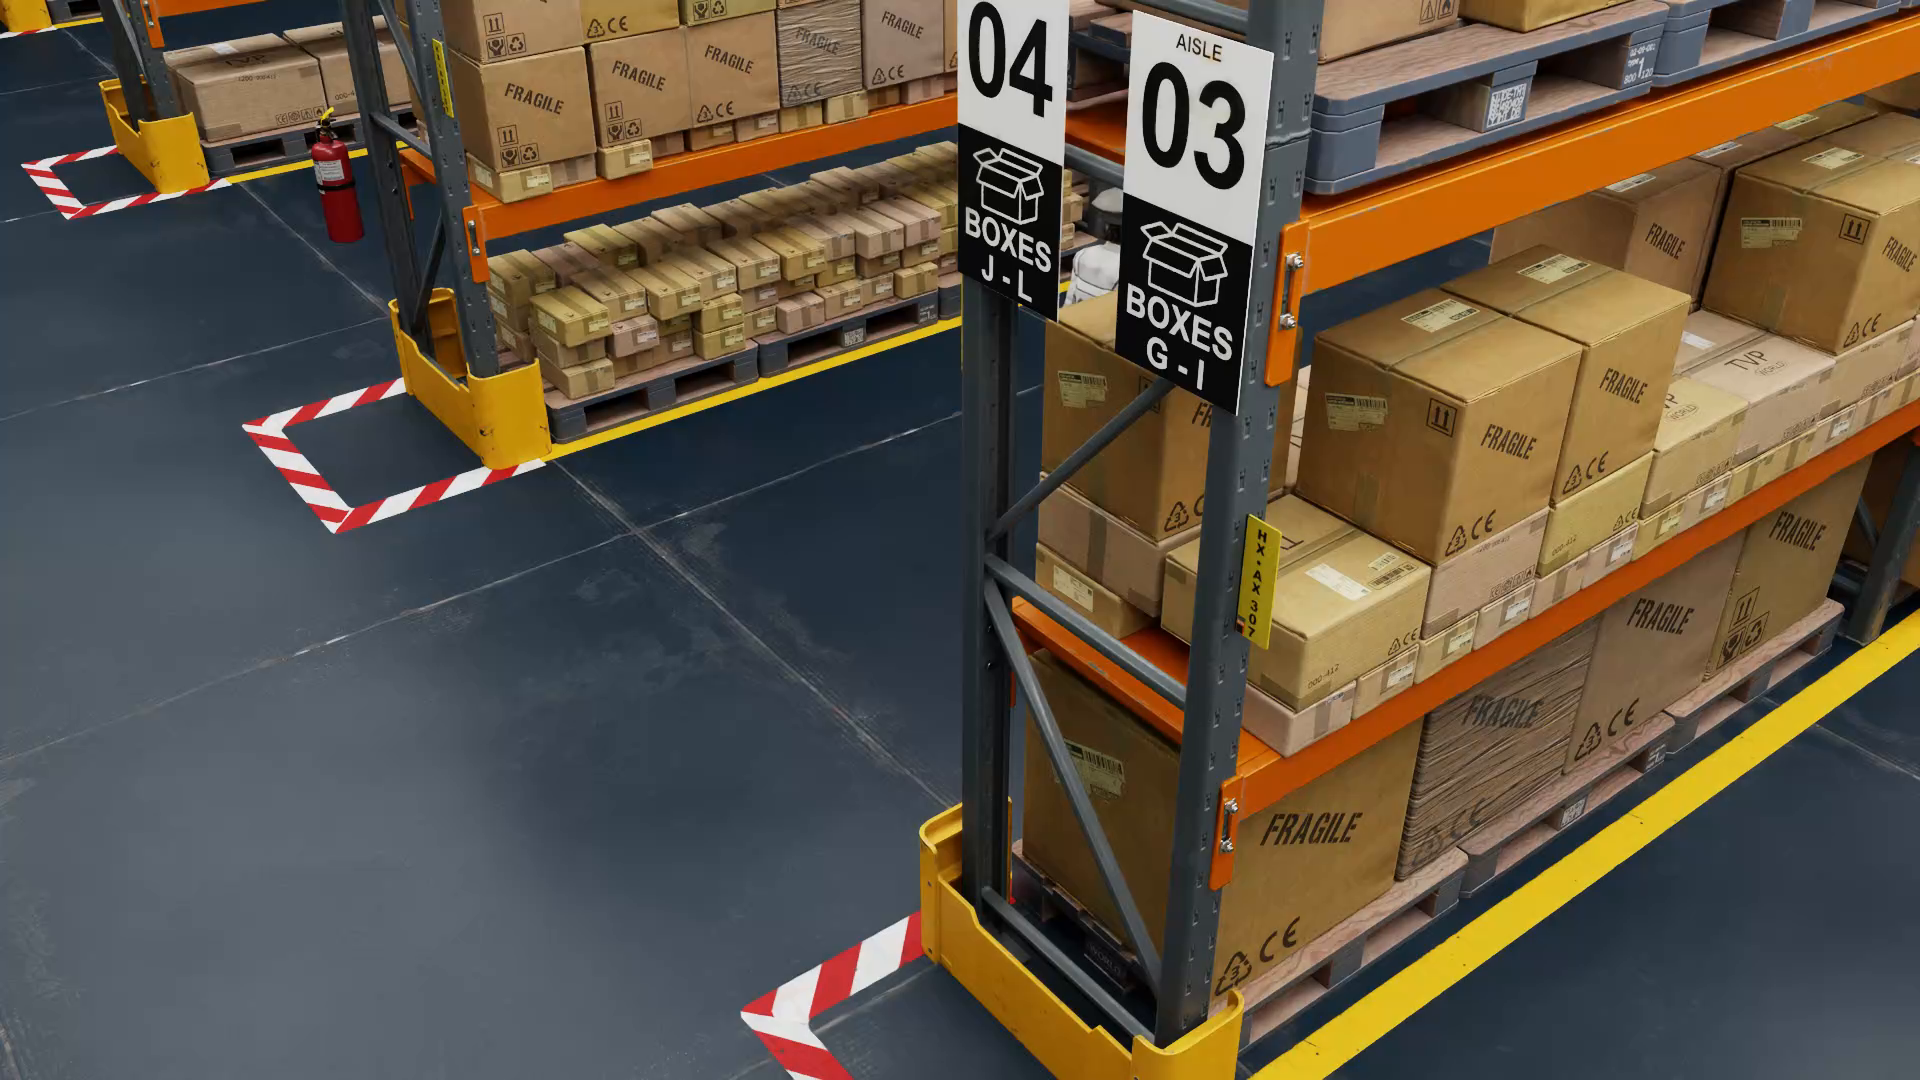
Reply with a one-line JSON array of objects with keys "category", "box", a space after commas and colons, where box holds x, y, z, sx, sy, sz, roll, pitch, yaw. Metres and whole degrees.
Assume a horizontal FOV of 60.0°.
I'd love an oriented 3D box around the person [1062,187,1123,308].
[{"category": "person", "box": [0.658, -0.710, 7.252, 0.372, 1.666, 0.543, -24, 40, -33]}]
